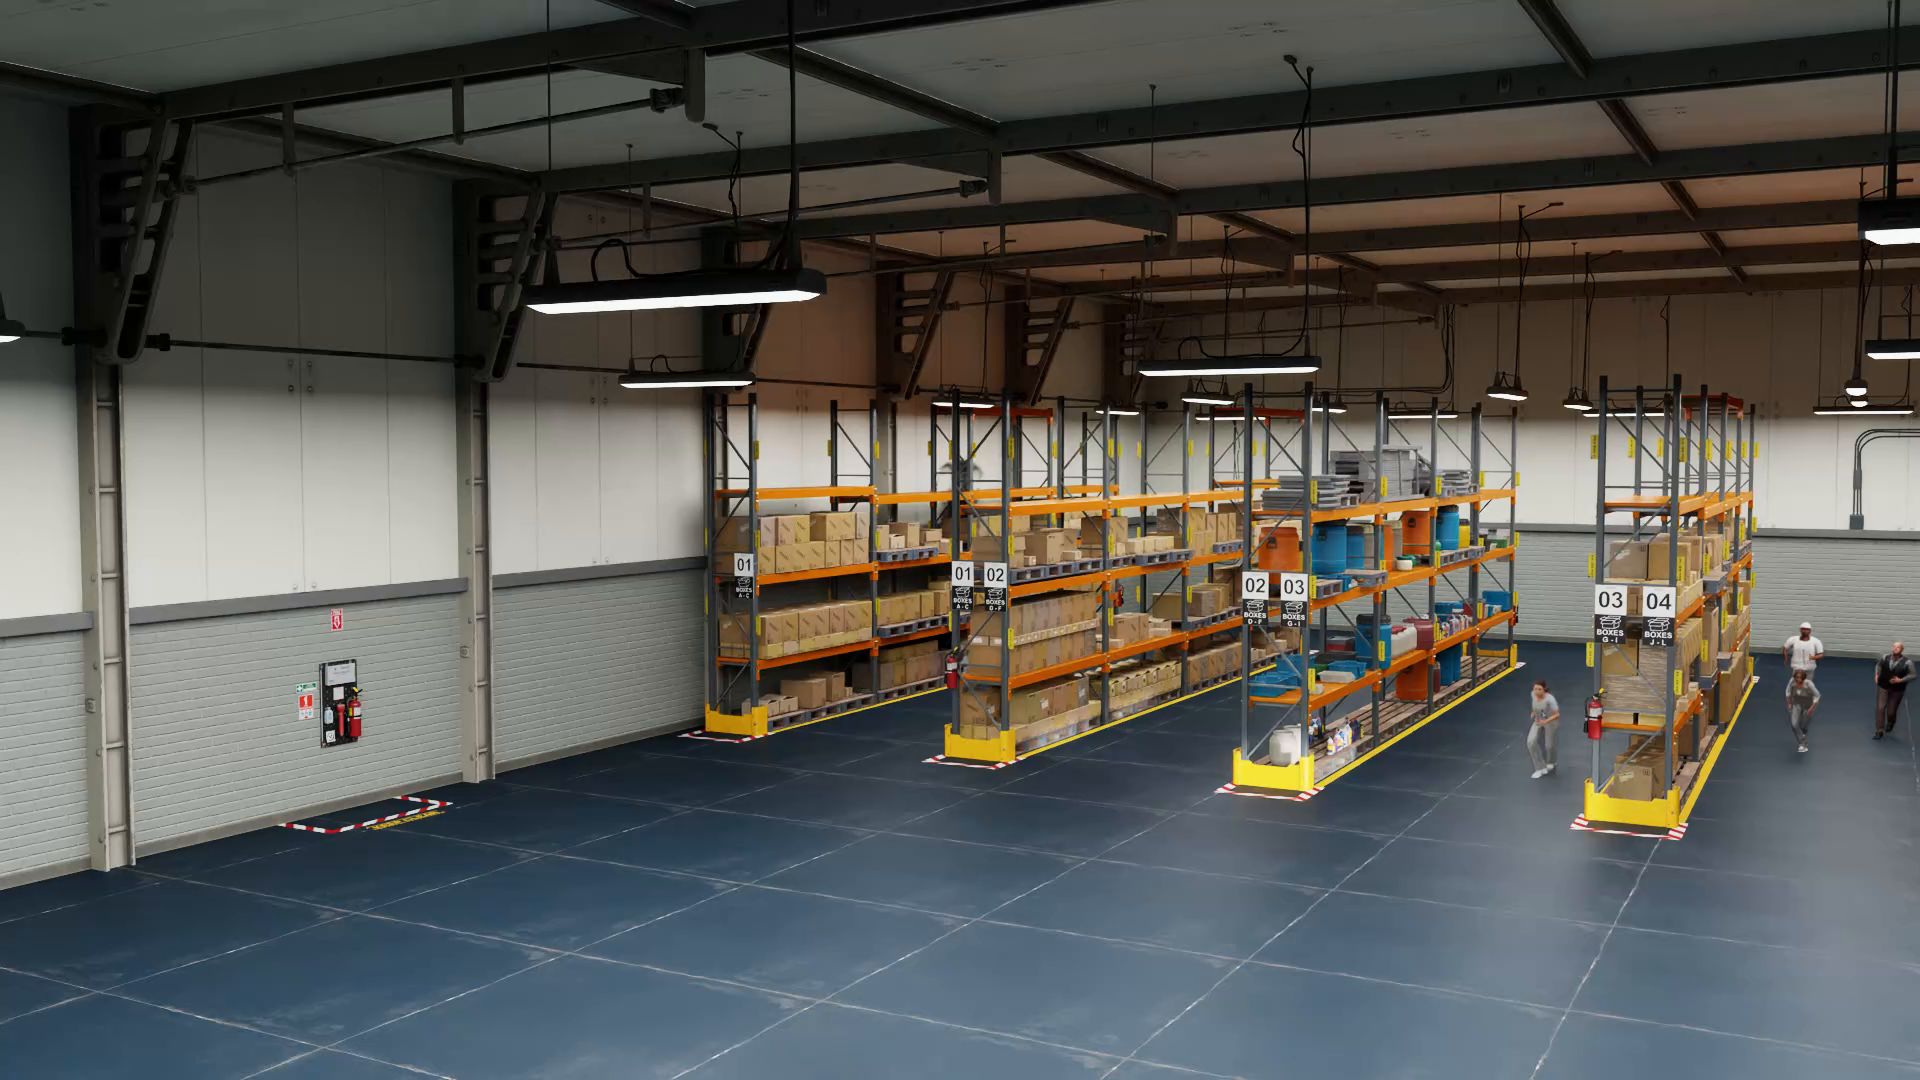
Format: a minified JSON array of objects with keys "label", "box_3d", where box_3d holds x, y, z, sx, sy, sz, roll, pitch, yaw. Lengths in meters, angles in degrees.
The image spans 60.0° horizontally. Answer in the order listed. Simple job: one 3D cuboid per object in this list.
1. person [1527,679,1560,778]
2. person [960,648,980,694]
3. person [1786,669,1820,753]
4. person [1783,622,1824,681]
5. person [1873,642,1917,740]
[{"label":"person","box_3d":[9.020,2.849,25.530,0.571,1.513,1.027,3,4,42]},{"label":"person","box_3d":[0.088,2.645,30.358,0.589,1.413,0.941,3,4,43]},{"label":"person","box_3d":[13.999,2.810,27.590,0.532,1.412,0.966,2,4,36]},{"label":"person","box_3d":[15.923,2.425,31.379,0.654,1.753,0.691,1,3,18]},{"label":"person","box_3d":[16.242,2.615,28.899,0.693,1.704,0.819,3,4,44]}]
